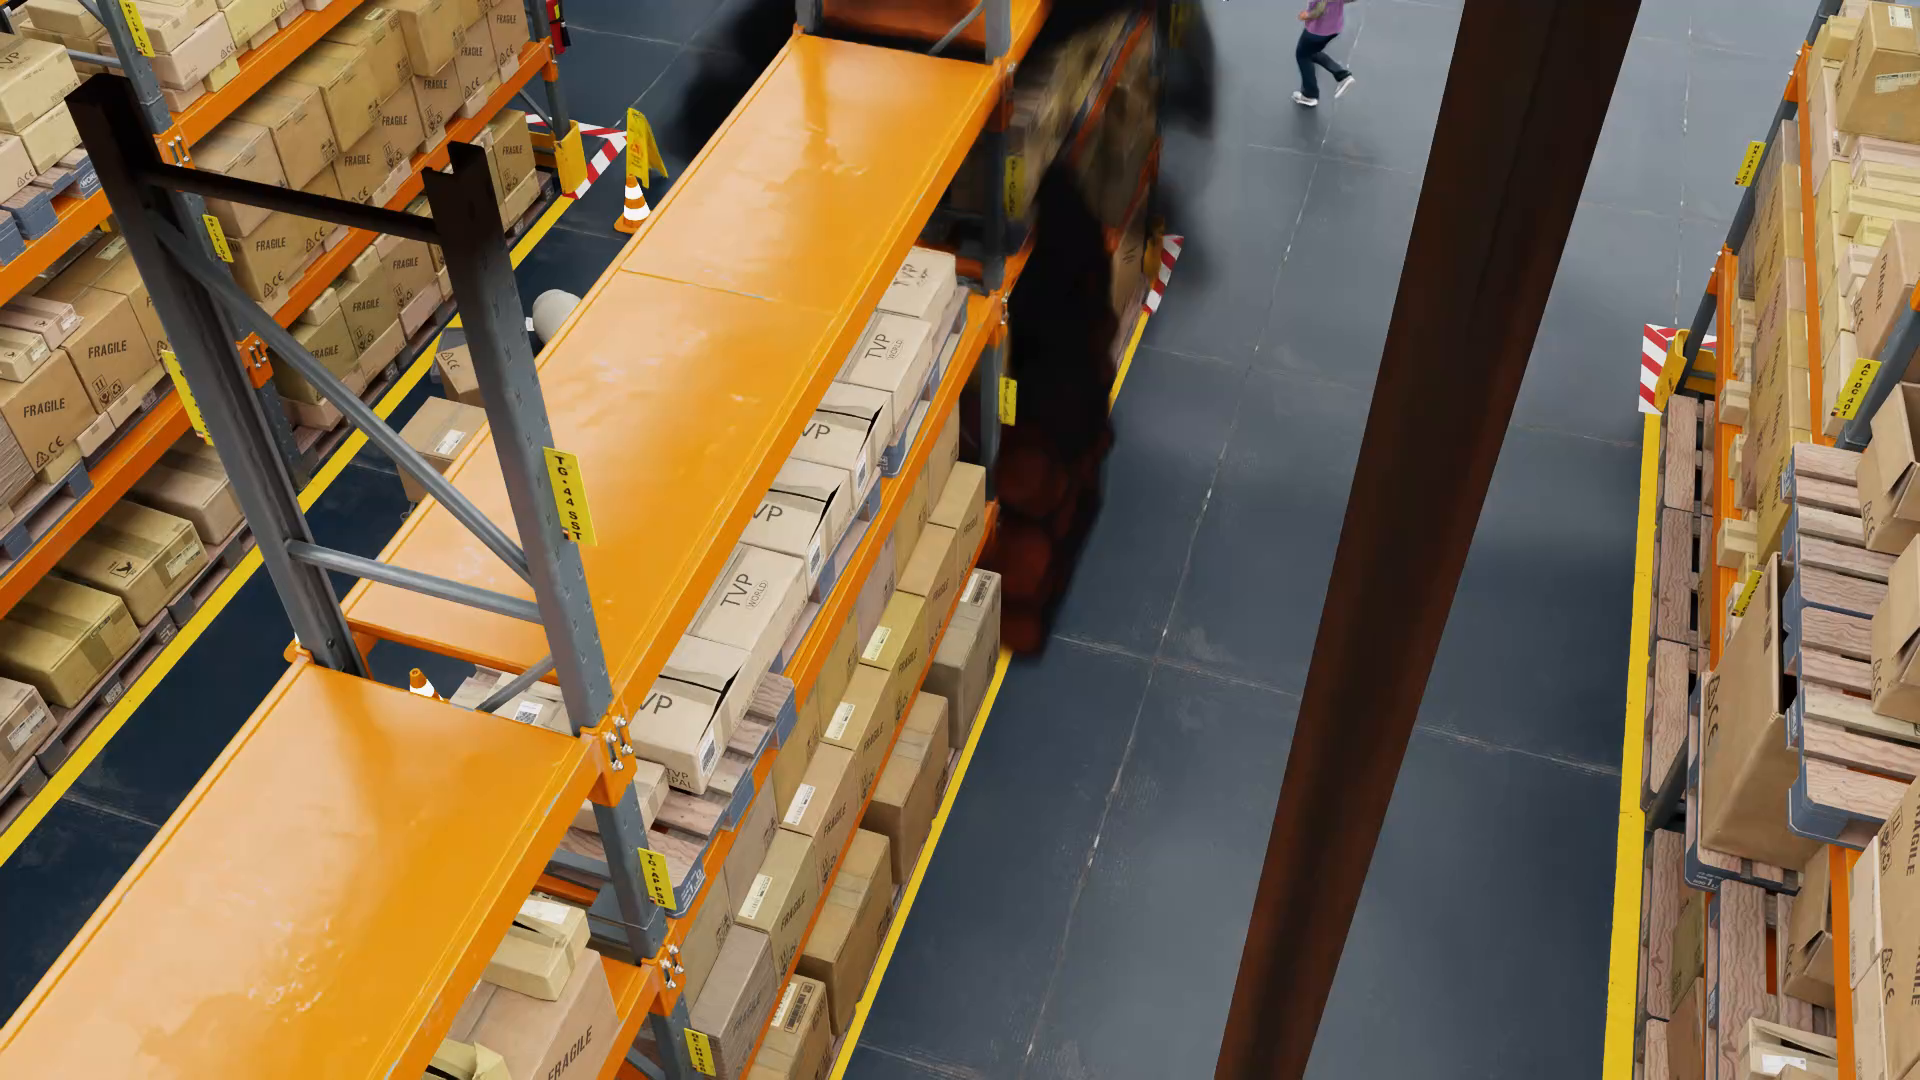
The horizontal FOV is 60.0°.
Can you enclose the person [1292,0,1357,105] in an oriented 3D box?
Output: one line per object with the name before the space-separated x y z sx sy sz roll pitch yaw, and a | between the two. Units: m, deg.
person | 3.193 -4.409 14.372 0.536 1.563 0.576 -31 53 -27
